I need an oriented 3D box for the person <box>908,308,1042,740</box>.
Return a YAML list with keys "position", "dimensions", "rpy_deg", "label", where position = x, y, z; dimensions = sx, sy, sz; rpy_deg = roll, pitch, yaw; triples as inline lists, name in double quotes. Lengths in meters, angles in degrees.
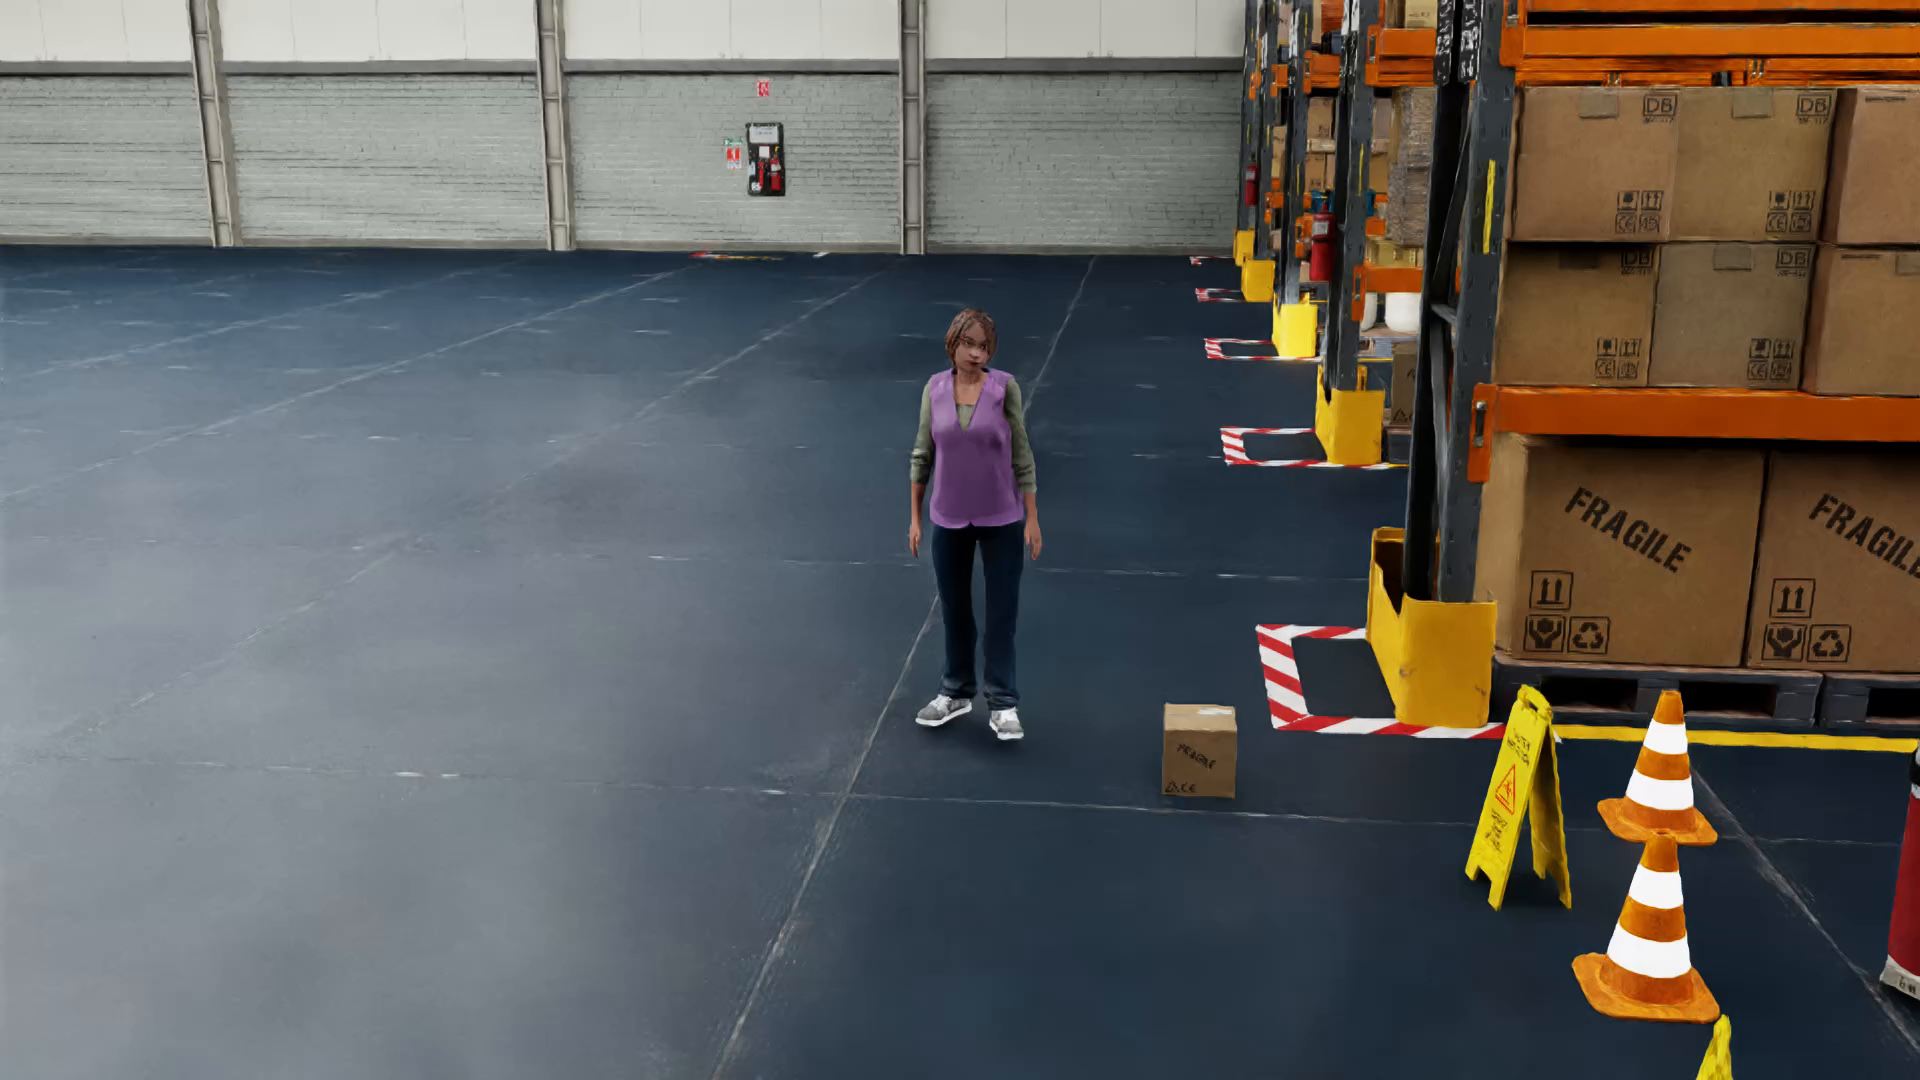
- position: [0.056, -0.053, 6.148]
  dimensions: [0.506, 1.600, 0.414]
  rpy_deg: [3, 15, 12]
  label: "person"
